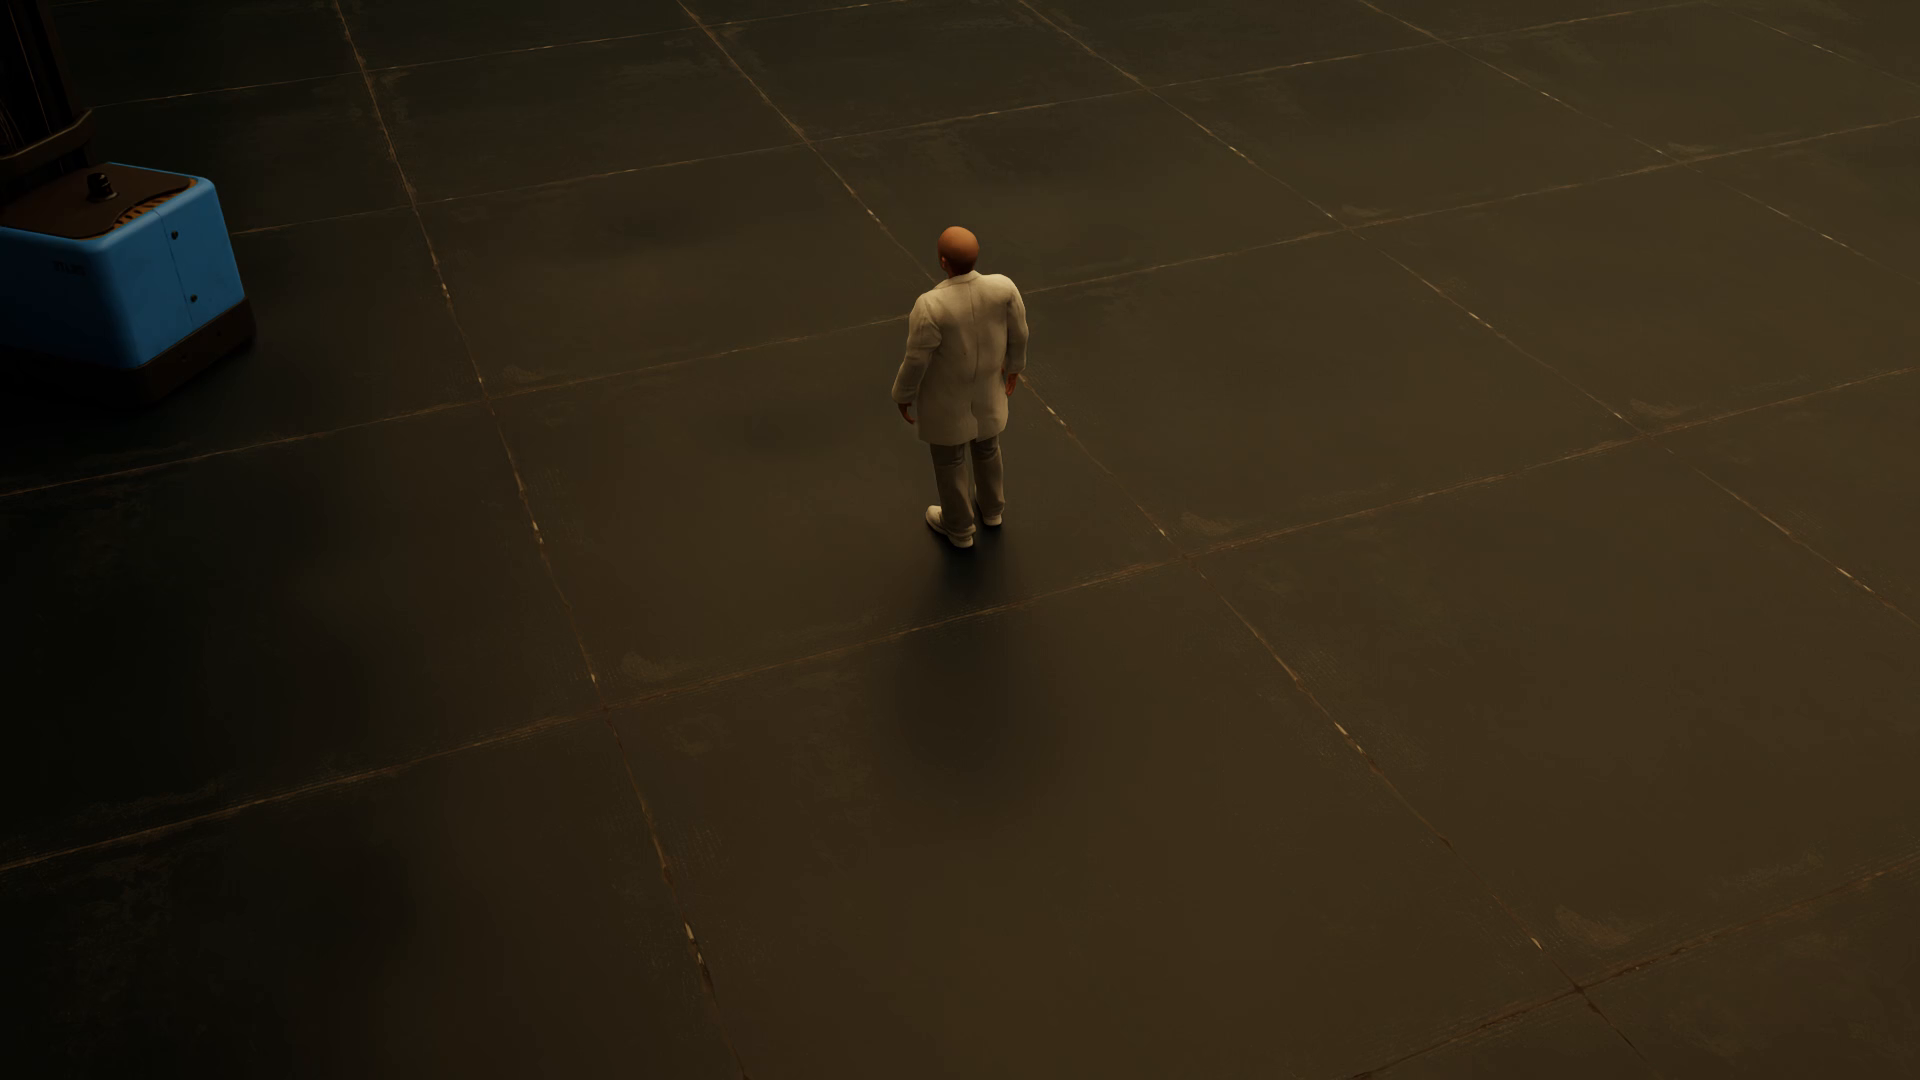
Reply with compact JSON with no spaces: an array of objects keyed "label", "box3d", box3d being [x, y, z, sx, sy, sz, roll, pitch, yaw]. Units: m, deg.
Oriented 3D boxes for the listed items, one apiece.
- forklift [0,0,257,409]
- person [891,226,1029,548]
[{"label":"forklift","box3d":[-5.937,-2.469,9.571,3.031,2.935,1.130,12,37,16]},{"label":"person","box3d":[-0.032,-0.780,8.178,0.698,1.778,0.578,-14,38,-19]}]
